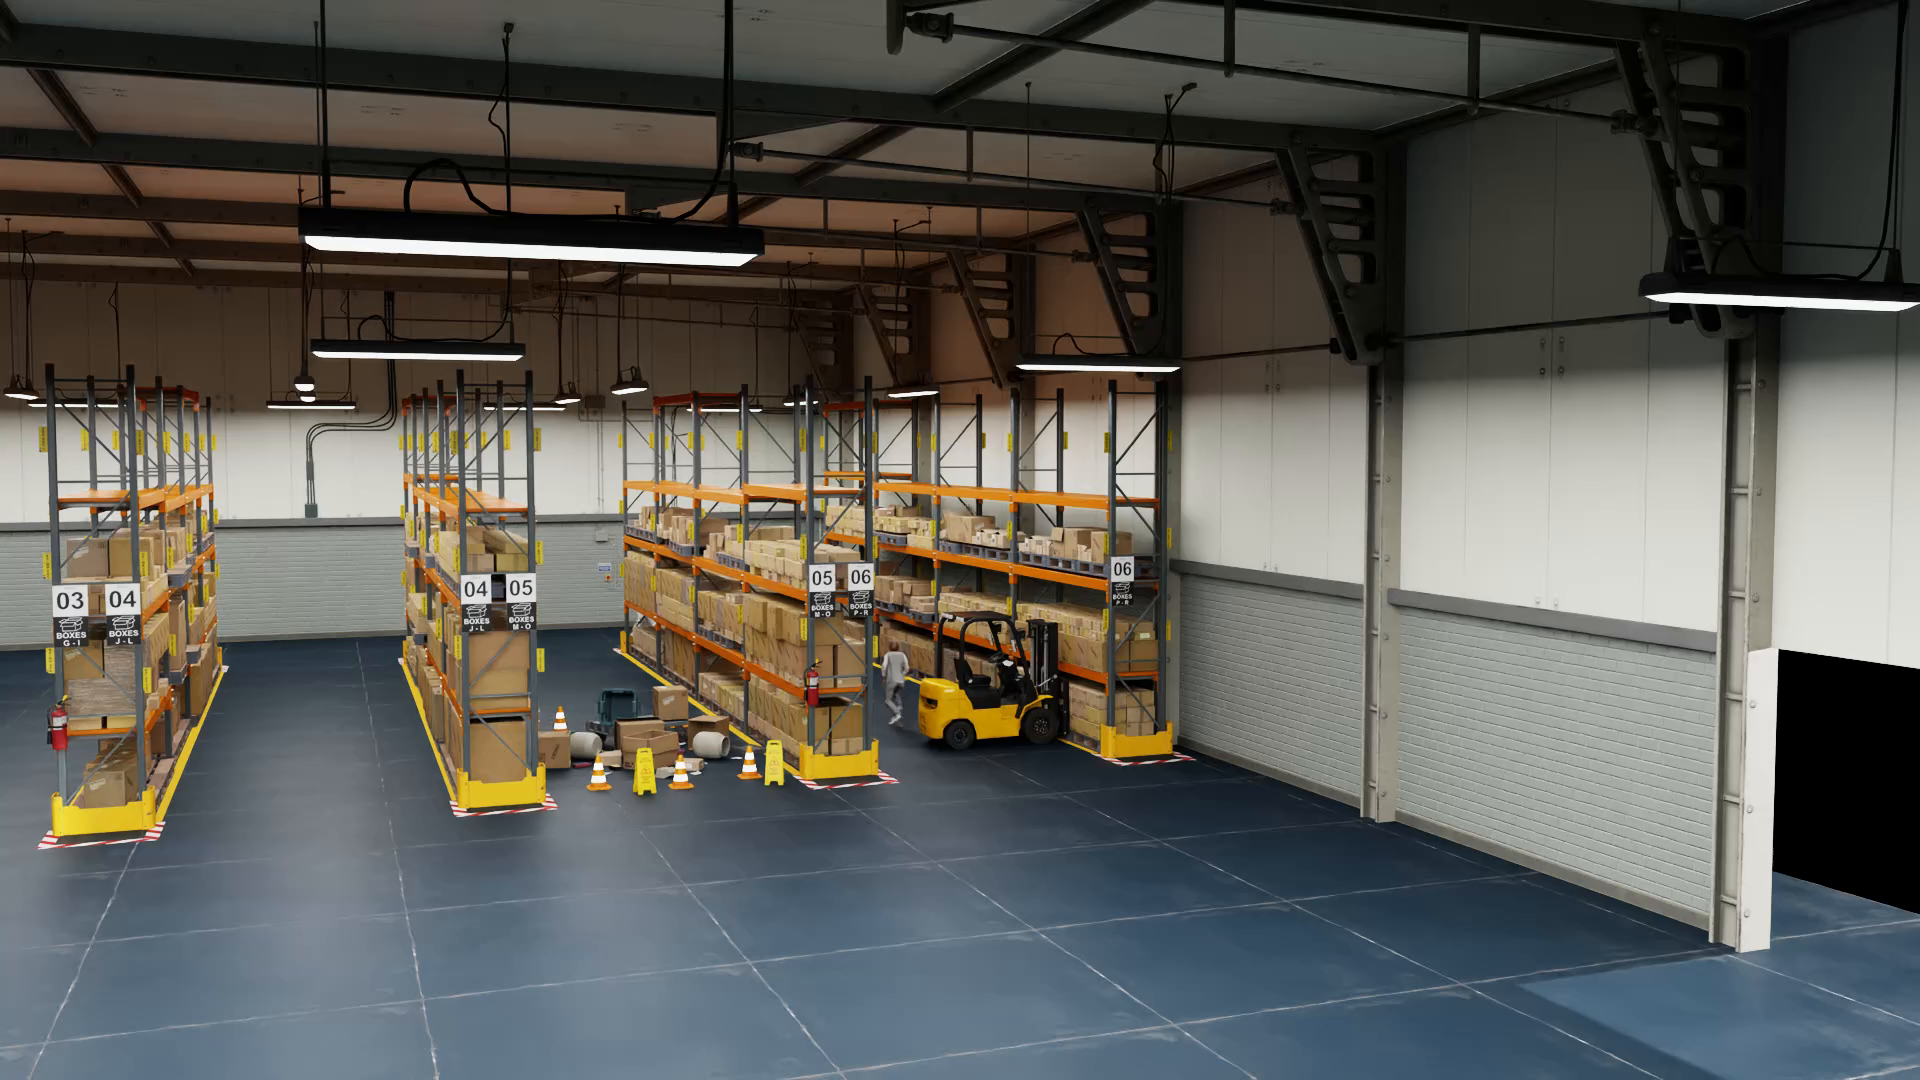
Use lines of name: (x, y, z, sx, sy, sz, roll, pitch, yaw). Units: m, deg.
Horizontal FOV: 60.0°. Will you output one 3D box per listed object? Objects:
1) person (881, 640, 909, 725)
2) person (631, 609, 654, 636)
person: (-1.124, 2.507, 29.418, 0.523, 1.446, 0.710, -1, 4, -22)
person: (-8.096, 1.655, 42.179, 0.927, 1.754, 0.595, -3, 4, -40)
